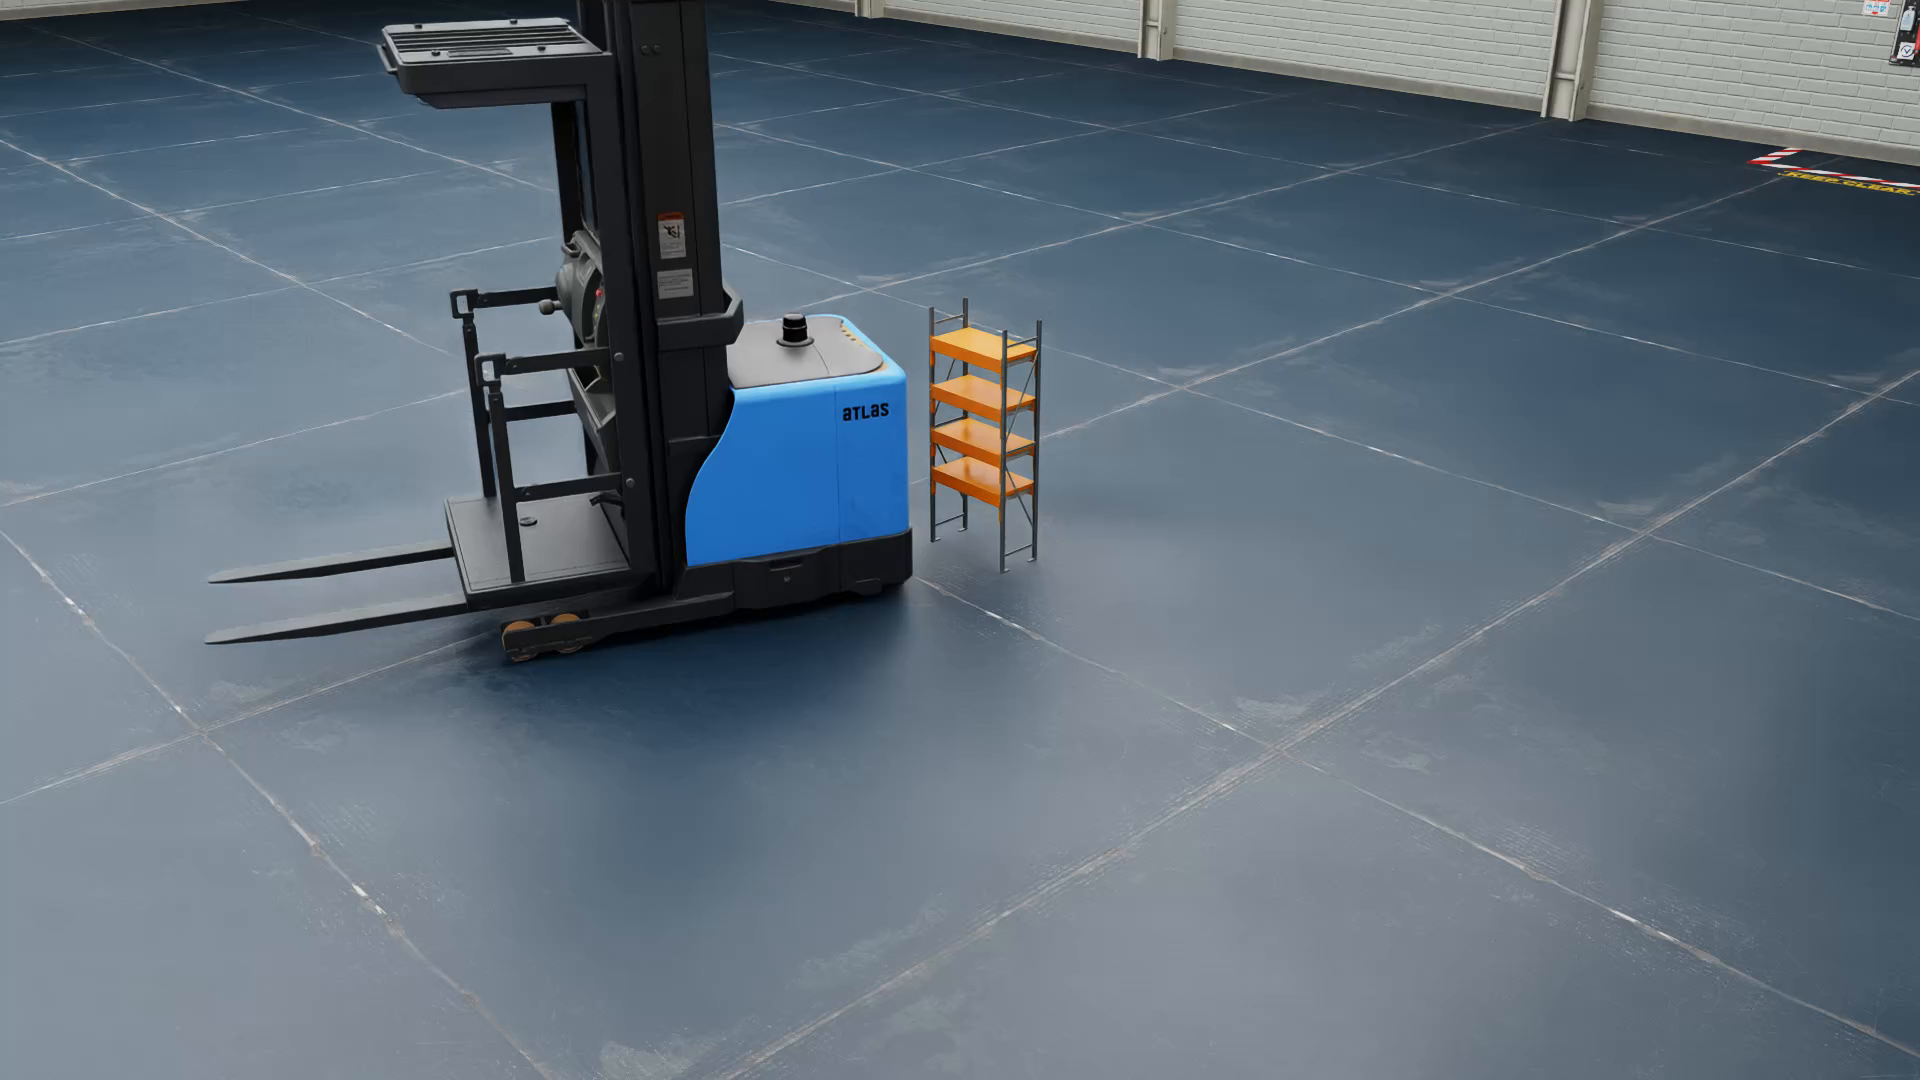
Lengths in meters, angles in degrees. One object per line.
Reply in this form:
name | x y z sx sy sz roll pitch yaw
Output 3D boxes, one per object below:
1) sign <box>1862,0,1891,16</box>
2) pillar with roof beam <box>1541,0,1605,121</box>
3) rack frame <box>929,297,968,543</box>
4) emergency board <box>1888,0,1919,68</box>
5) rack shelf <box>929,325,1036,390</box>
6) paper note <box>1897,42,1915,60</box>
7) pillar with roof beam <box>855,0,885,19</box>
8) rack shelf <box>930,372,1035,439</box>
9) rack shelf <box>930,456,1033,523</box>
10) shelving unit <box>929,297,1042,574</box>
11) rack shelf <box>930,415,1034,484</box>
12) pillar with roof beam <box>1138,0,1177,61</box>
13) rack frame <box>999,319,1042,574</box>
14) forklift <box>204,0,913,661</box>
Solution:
sign | 8.901 -5.258 16.118 0.001 0.329 0.234 -21 32 -38
pillar with roof beam | 3.621 -7.611 14.092 9.100 9.000 0.400 -21 32 -38
rack frame | -0.054 -0.570 8.053 0.240 1.200 0.015 -21 32 -38
emergency board | 9.211 -5.053 15.712 0.157 1.169 0.626 -21 32 -38
rack shelf | 0.113 -0.853 7.728 0.258 0.148 0.480 -21 32 -38
paper note | 9.133 -4.717 16.038 0.016 0.148 0.142 -21 32 -38
pillar with roof beam | -4.580 -11.247 22.062 9.100 9.000 0.400 -21 32 -38
rack shelf | 0.113 -0.638 7.826 0.258 0.148 0.480 -21 32 -38
rack shelf | 0.113 -0.254 8.001 0.258 0.148 0.480 -21 32 -38
shelving unit | 0.113 -0.496 7.891 0.258 1.200 0.503 -21 32 -38
rack shelf | 0.113 -0.435 7.919 0.258 0.148 0.480 -21 32 -38
pillar with roof beam | -0.479 -9.429 18.077 9.100 9.000 0.400 -21 32 -38
rack frame | 0.280 -0.422 7.729 0.240 1.200 0.015 -21 32 -38
forklift | -1.792 -1.064 7.052 3.031 2.935 1.130 -9 26 -19
